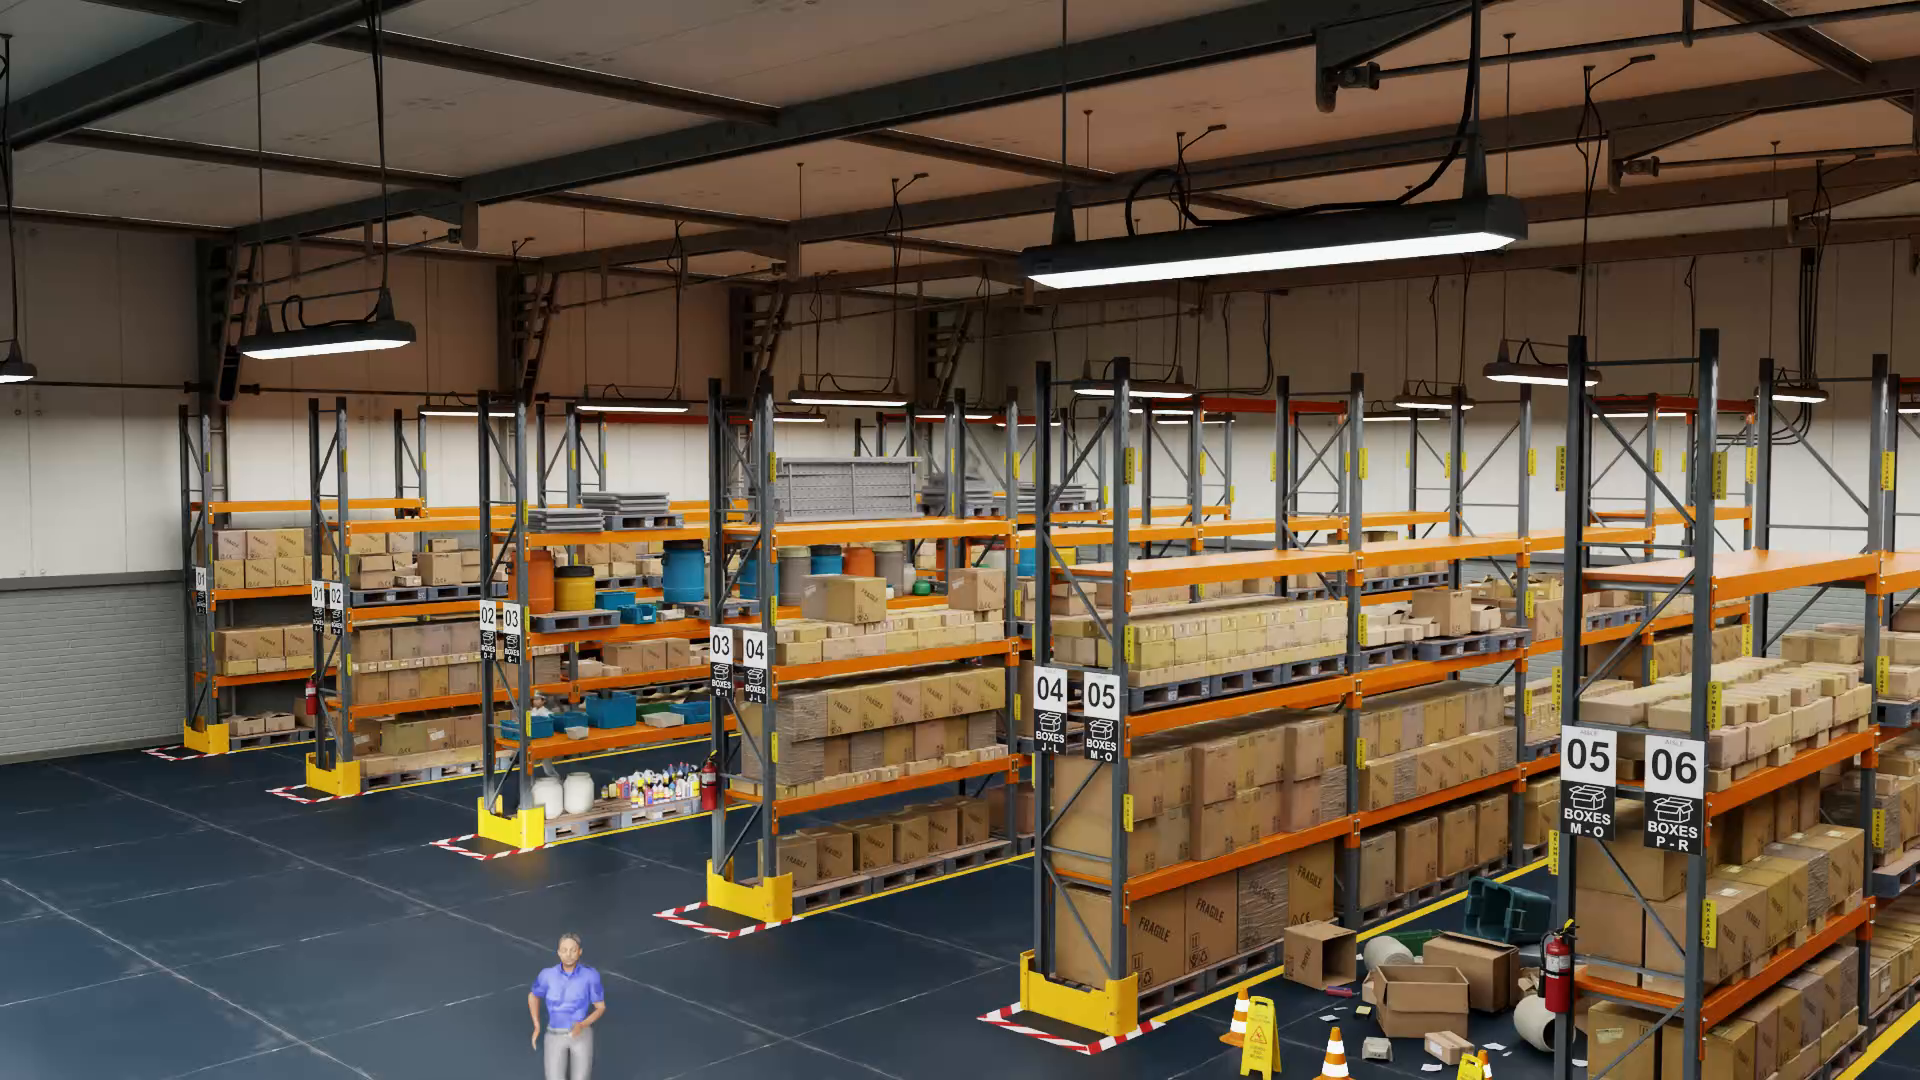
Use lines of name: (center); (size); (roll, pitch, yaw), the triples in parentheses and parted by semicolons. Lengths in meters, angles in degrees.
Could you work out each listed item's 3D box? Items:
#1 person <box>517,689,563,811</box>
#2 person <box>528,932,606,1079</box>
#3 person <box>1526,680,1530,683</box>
person: (-6.109, 3.035, 24.229); (0.587, 1.737, 0.807); (2, 3, 29)
person: (-2.881, 3.705, 12.199); (0.560, 1.615, 0.569); (-1, 3, -13)
person: (8.913, 2.975, 26.040); (0.599, 1.609, 0.790); (2, 4, 39)
